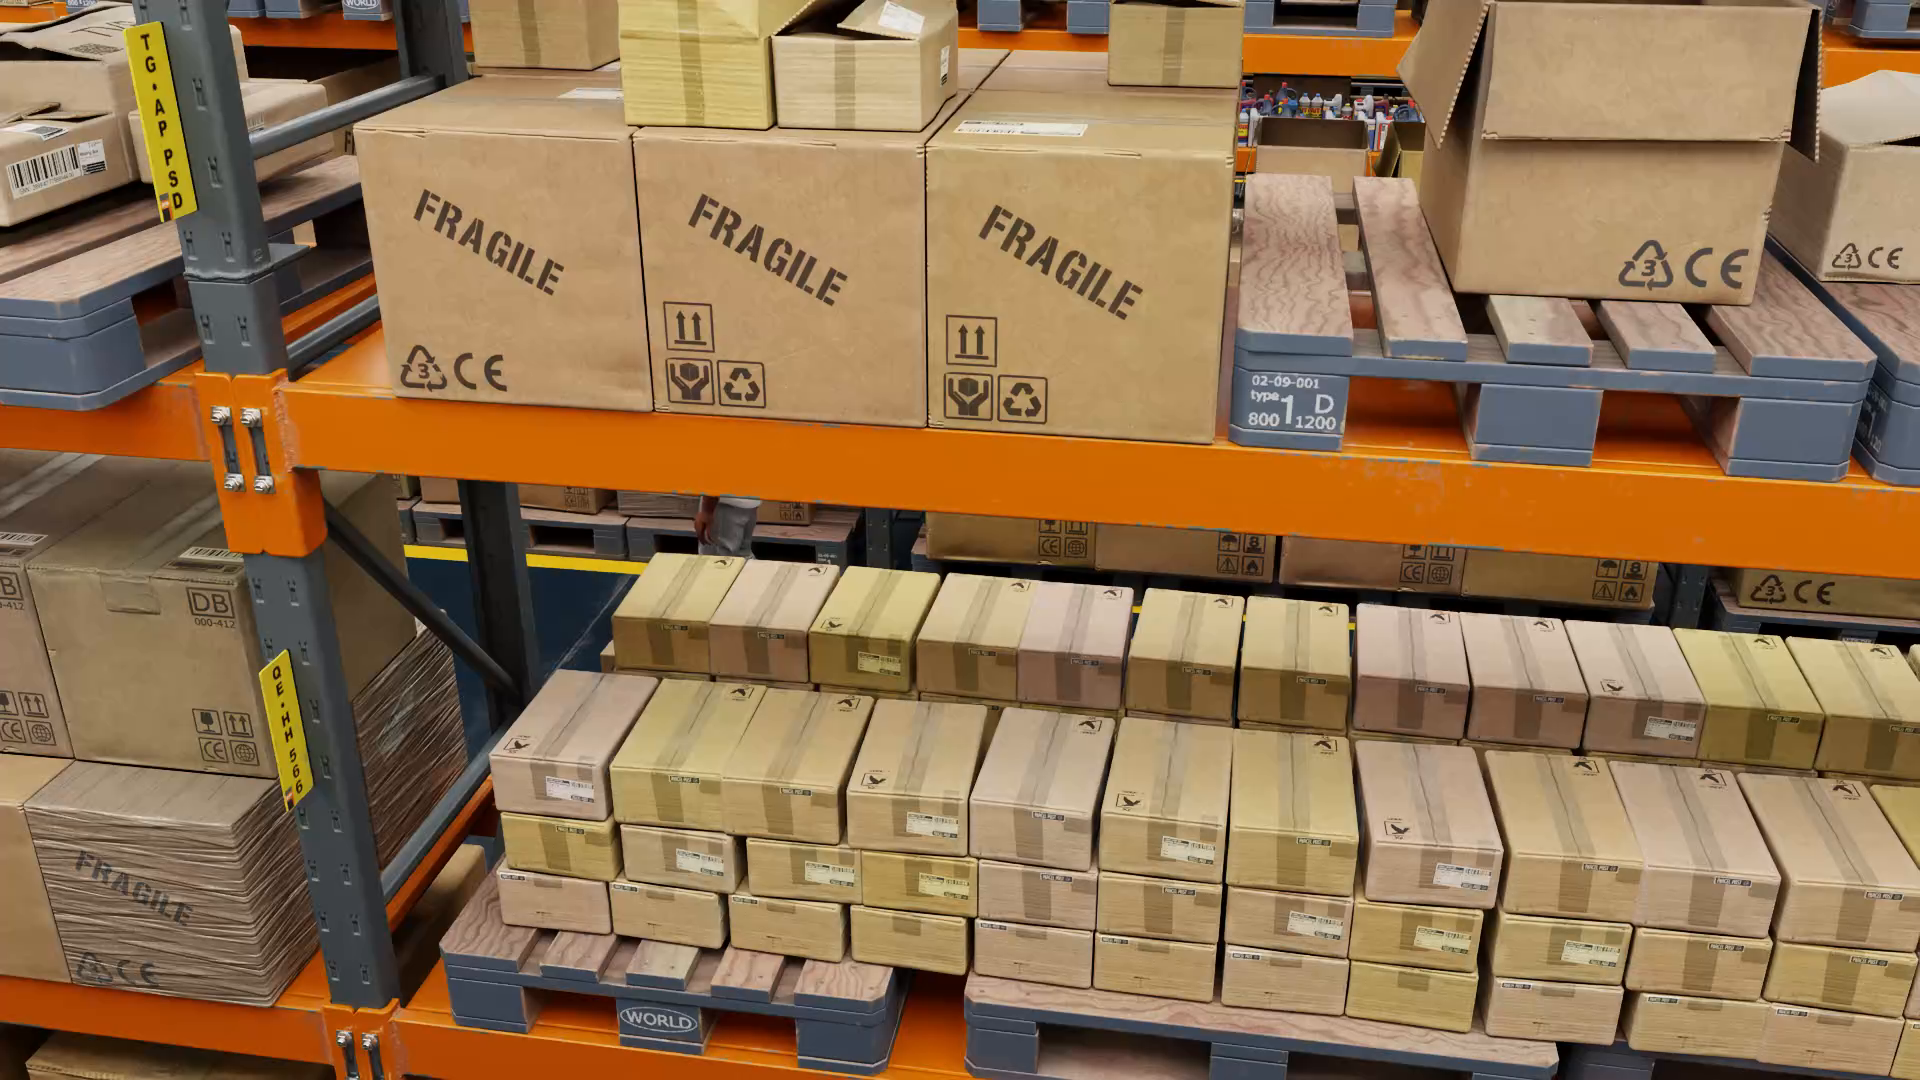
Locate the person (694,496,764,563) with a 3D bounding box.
[{"bbox_3d":[-1.084,-0.239,7.604,0.463,1.759,0.626,4,25,9],"label":"person"}]
